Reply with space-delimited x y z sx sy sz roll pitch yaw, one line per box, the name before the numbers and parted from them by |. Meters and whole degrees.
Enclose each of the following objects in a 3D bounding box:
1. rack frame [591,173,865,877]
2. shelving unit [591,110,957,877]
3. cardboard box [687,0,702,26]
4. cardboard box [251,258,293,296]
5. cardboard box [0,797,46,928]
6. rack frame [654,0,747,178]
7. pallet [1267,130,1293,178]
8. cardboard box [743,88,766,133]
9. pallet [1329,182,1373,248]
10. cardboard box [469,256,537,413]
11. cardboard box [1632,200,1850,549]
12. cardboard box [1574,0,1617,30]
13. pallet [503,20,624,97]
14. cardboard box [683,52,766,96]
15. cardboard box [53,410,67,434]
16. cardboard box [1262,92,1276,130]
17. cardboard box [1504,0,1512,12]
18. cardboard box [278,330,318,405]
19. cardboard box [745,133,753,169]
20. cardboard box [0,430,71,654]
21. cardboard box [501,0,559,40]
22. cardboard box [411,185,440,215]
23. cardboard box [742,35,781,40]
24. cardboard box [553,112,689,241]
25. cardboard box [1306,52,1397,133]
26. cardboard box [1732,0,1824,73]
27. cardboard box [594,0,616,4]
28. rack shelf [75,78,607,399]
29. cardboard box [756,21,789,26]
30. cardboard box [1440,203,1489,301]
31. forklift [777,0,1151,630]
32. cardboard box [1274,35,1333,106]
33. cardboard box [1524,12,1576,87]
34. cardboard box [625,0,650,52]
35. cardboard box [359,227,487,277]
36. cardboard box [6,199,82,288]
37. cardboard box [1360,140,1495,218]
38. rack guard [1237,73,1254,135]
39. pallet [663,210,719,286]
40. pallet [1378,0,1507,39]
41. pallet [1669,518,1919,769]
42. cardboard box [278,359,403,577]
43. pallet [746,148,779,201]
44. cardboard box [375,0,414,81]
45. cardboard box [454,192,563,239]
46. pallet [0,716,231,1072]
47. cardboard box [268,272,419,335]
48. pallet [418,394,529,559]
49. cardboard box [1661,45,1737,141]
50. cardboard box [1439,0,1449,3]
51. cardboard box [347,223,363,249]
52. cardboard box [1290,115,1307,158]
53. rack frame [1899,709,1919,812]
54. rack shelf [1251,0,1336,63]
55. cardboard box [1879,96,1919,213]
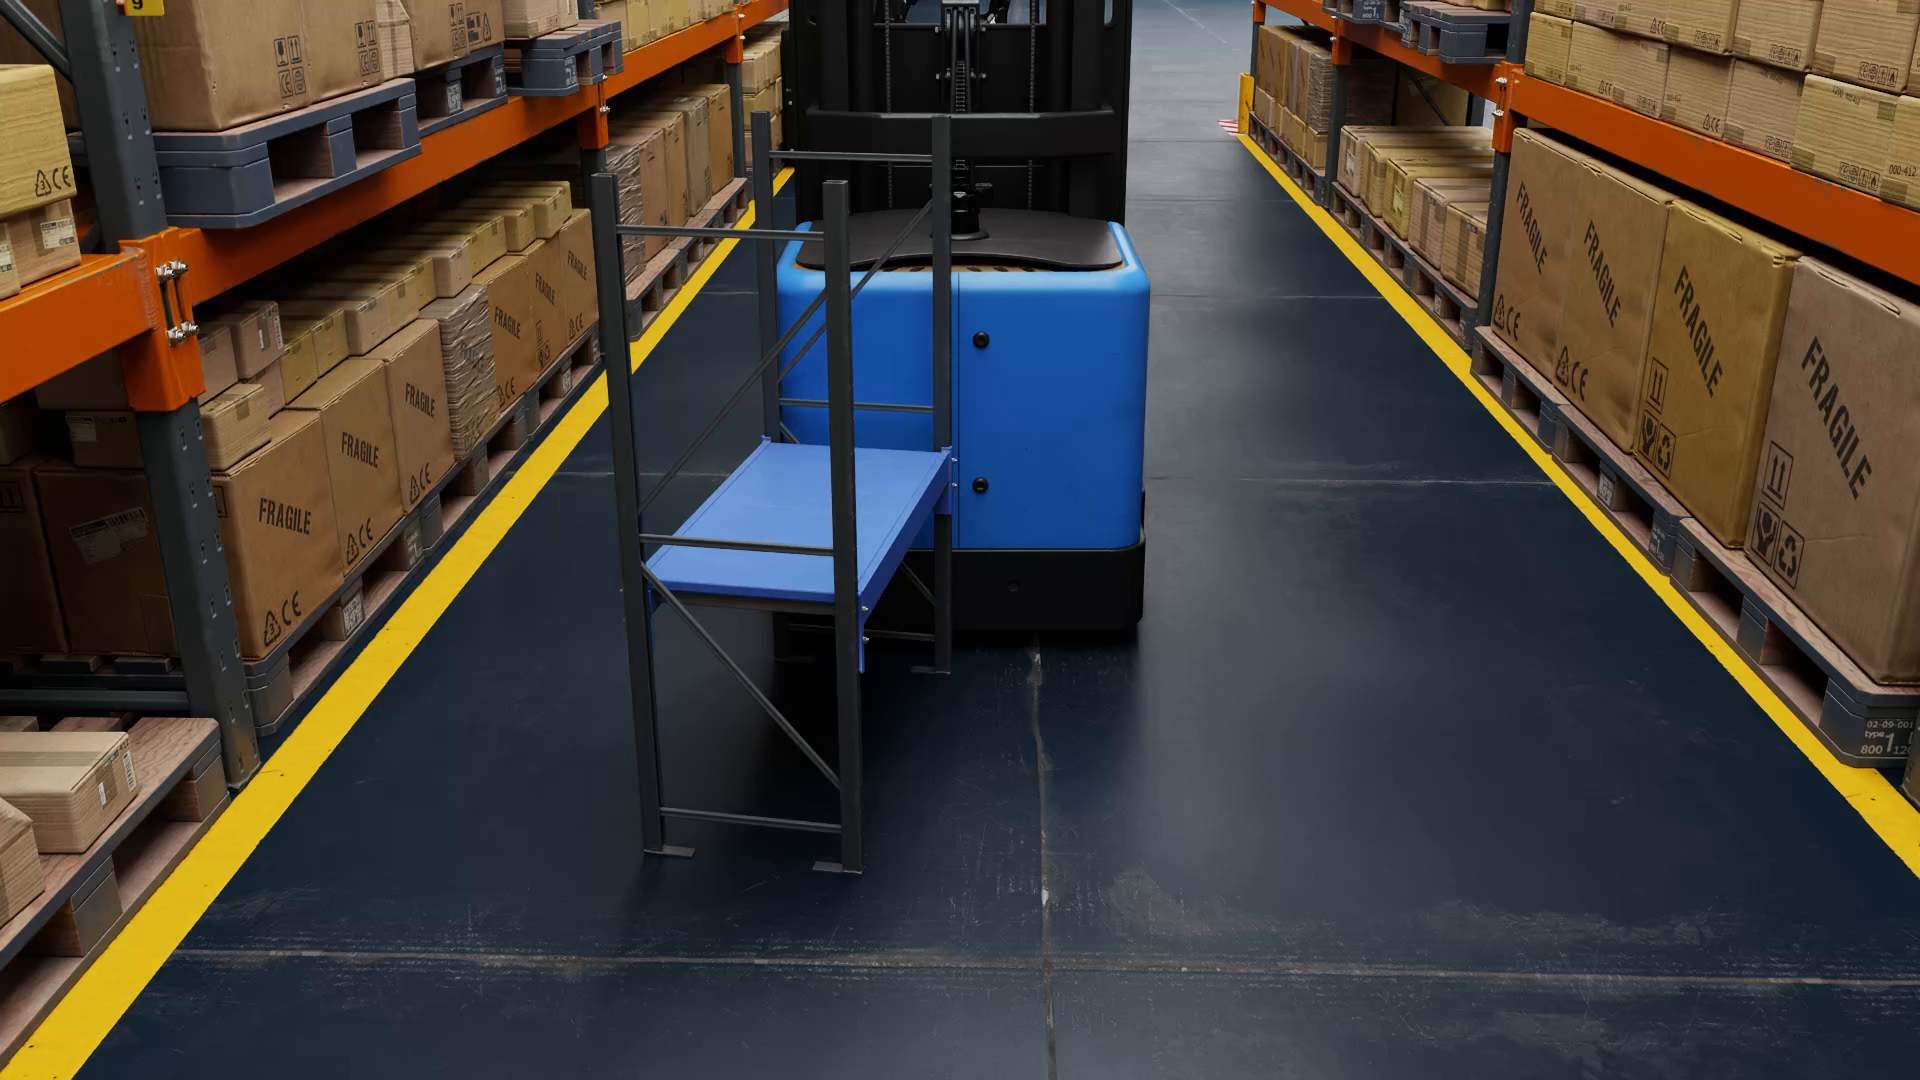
rack frame | -0.458 0.014 3.419 0.500 1.500 0.032 4 22 10
shelving unit | -0.364 -0.166 3.884 0.538 1.500 1.048 4 22 10
cardboard box | -1.783 -3.099 9.576 0.500 0.250 0.500 1 21 2
cardboard box | -2.459 -0.851 5.554 0.380 0.149 0.250 0 21 -1
cardboard box | -1.951 0.590 3.060 0.396 0.266 0.258 1 21 4
rack frame | -1.973 -3.715 10.956 1.000 3.000 0.127 1 21 2
pallet | 3.007 -3.047 13.090 1.003 0.211 1.213 1 21 2
cardboard box | -1.650 -3.033 11.729 0.500 0.250 0.500 1 21 1
pallet | 2.966 -2.080 10.598 1.003 0.211 1.213 1 21 2
cardboard box | -1.932 -0.774 6.251 0.500 0.500 0.500 2 21 4
cardboard box | 2.703 -0.526 5.095 0.875 0.875 0.875 1 21 3
cardboard box | 2.587 -2.011 6.082 0.500 0.250 0.500 1 21 3
pallet | -2.046 -1.933 6.630 1.213 0.211 1.003 1 21 2
cardboard box | -1.645 -3.266 11.639 0.500 0.250 0.500 0 21 1
cardboard box | -2.491 -0.387 4.357 0.380 0.149 0.250 1 21 2
cardboard box | 2.786 -3.549 13.749 0.500 0.250 0.500 1 21 4
cardboard box | 2.641 -2.415 7.373 0.380 0.149 0.250 1 21 4
cardboard box | -2.012 -0.476 4.587 0.380 0.149 0.250 0 21 -1
cardboard box | -1.628 -2.800 11.819 0.500 0.250 0.500 1 21 2
cardboard box | -2.497 -0.034 4.344 0.500 0.500 0.500 1 21 1
cardboard box | -1.804 -2.009 6.188 0.500 0.250 0.500 0 21 -1
cardboard box | -2.422 -1.416 7.011 0.380 0.149 0.250 2 21 4
cardboard box | -1.592 -3.821 13.068 0.500 0.250 0.500 0 21 1
cardboard box | -2.030 -2.062 9.400 0.875 0.625 0.625 0 21 -1
cardboard box | 2.738 -3.142 11.664 0.500 0.500 0.500 0 21 1
cardboard box | 2.533 -1.462 4.668 0.500 0.250 0.500 1 21 3
cardboard box | -1.812 -2.589 7.572 0.500 0.250 0.500 1 21 2
rack shelf | -2.156 -1.210 5.495 1.077 0.370 4.000 1 21 2
cardboard box | -1.554 -4.371 14.486 0.500 0.250 0.500 1 21 3
cardboard box | 2.894 -1.390 8.017 0.950 0.372 0.625 -1 21 -2
forklift | 0.002 -1.594 5.586 1.130 2.935 3.031 0 21 0
cardboard box | 2.774 -3.704 13.112 0.500 0.500 0.500 1 21 3
cardboard box | 2.600 -1.971 6.670 0.500 0.250 0.500 0 21 1
cardboard box | -1.817 -2.538 8.131 0.500 0.250 0.500 0 21 0
cardboard box | -1.947 -1.041 6.044 0.380 0.149 0.250 0 21 1
cardboard box | -1.974 -0.587 3.243 0.380 0.149 0.250 1 21 2
cardboard box | 2.956 -2.183 10.060 0.950 0.372 0.625 2 21 5
rack guard | 3.107 -3.915 14.928 1.175 0.500 0.348 1 21 2
pallet | -1.991 -1.706 9.633 1.003 0.211 1.213 1 21 2
pallet | 2.886 -2.842 8.972 1.003 0.211 1.213 1 21 2
pallet | 2.693 0.251 4.590 1.003 0.211 1.213 1 21 2
cardboard box | -1.971 -0.218 4.819 0.500 0.500 0.500 0 21 1
pallet | -1.907 -2.702 12.201 1.003 0.211 1.213 1 21 2
cardboard box | -1.791 -1.454 4.734 0.396 0.266 0.258 2 21 4
cardboard box | -1.834 -1.321 6.765 0.380 0.149 0.250 0 21 -1
pallet | -2.239 0.726 3.366 1.003 0.211 1.213 1 21 2
cardboard box | -1.963 -0.755 5.306 0.380 0.149 0.250 1 21 4
pallet | -2.196 -0.259 5.905 1.003 0.211 1.213 1 21 2
cardboard box | 2.569 -1.417 5.242 0.500 0.250 0.500 1 21 2
cardboard box | 2.556 -2.695 8.096 0.380 0.149 0.250 0 21 -1
cardboard box | -2.486 -1.132 6.279 0.380 0.149 0.250 0 21 -1
cardboard box | 2.744 -2.985 12.296 0.500 0.250 0.500 0 21 0
rack frame | 2.745 -0.769 3.364 1.000 3.000 0.127 1 21 2
rack shelf | 3.049 -4.049 12.813 1.077 0.370 4.000 1 21 2
cardboard box | 2.506 -0.864 3.817 0.500 0.250 0.500 0 21 0
